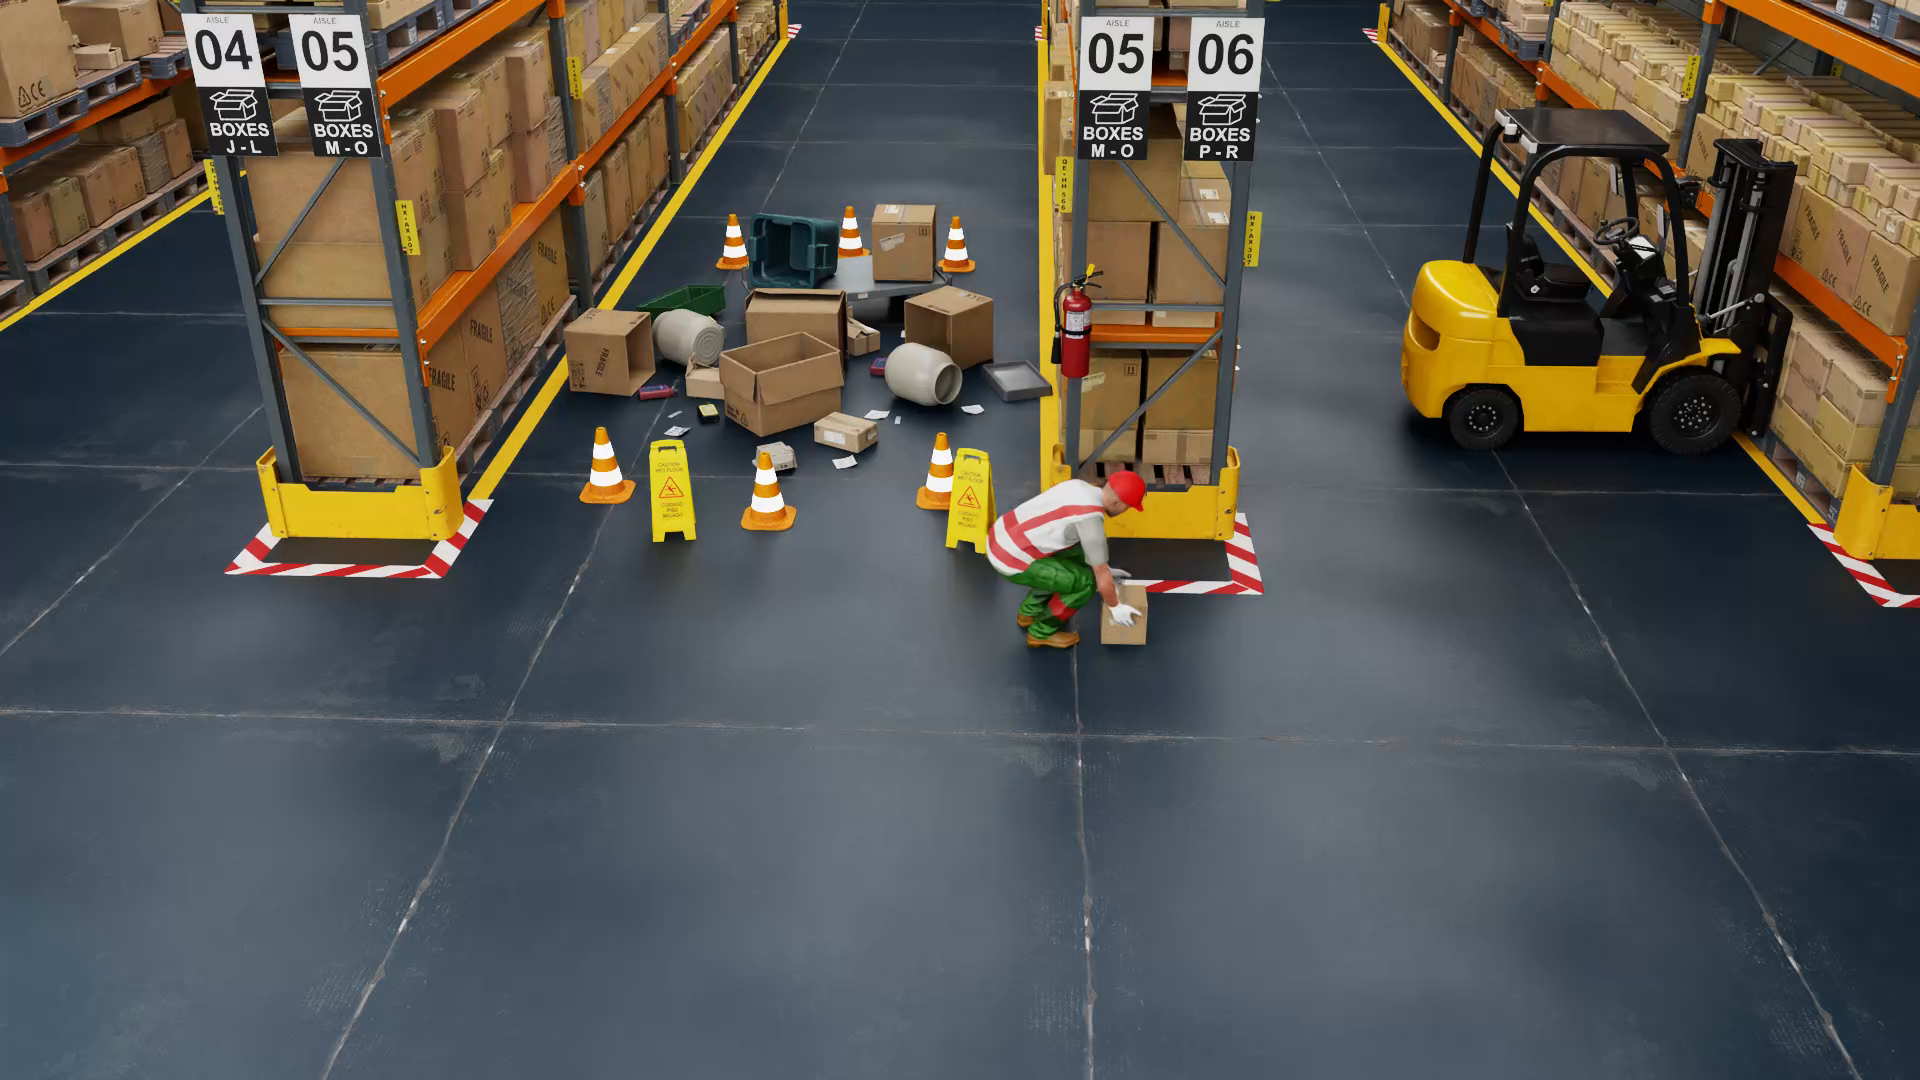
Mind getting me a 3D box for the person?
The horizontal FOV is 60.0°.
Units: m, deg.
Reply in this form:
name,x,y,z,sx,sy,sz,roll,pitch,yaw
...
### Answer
name,x,y,z,sx,sy,sz,roll,pitch,yaw
person,0.581,0.079,9.304,0.877,0.994,0.568,0,28,-1
